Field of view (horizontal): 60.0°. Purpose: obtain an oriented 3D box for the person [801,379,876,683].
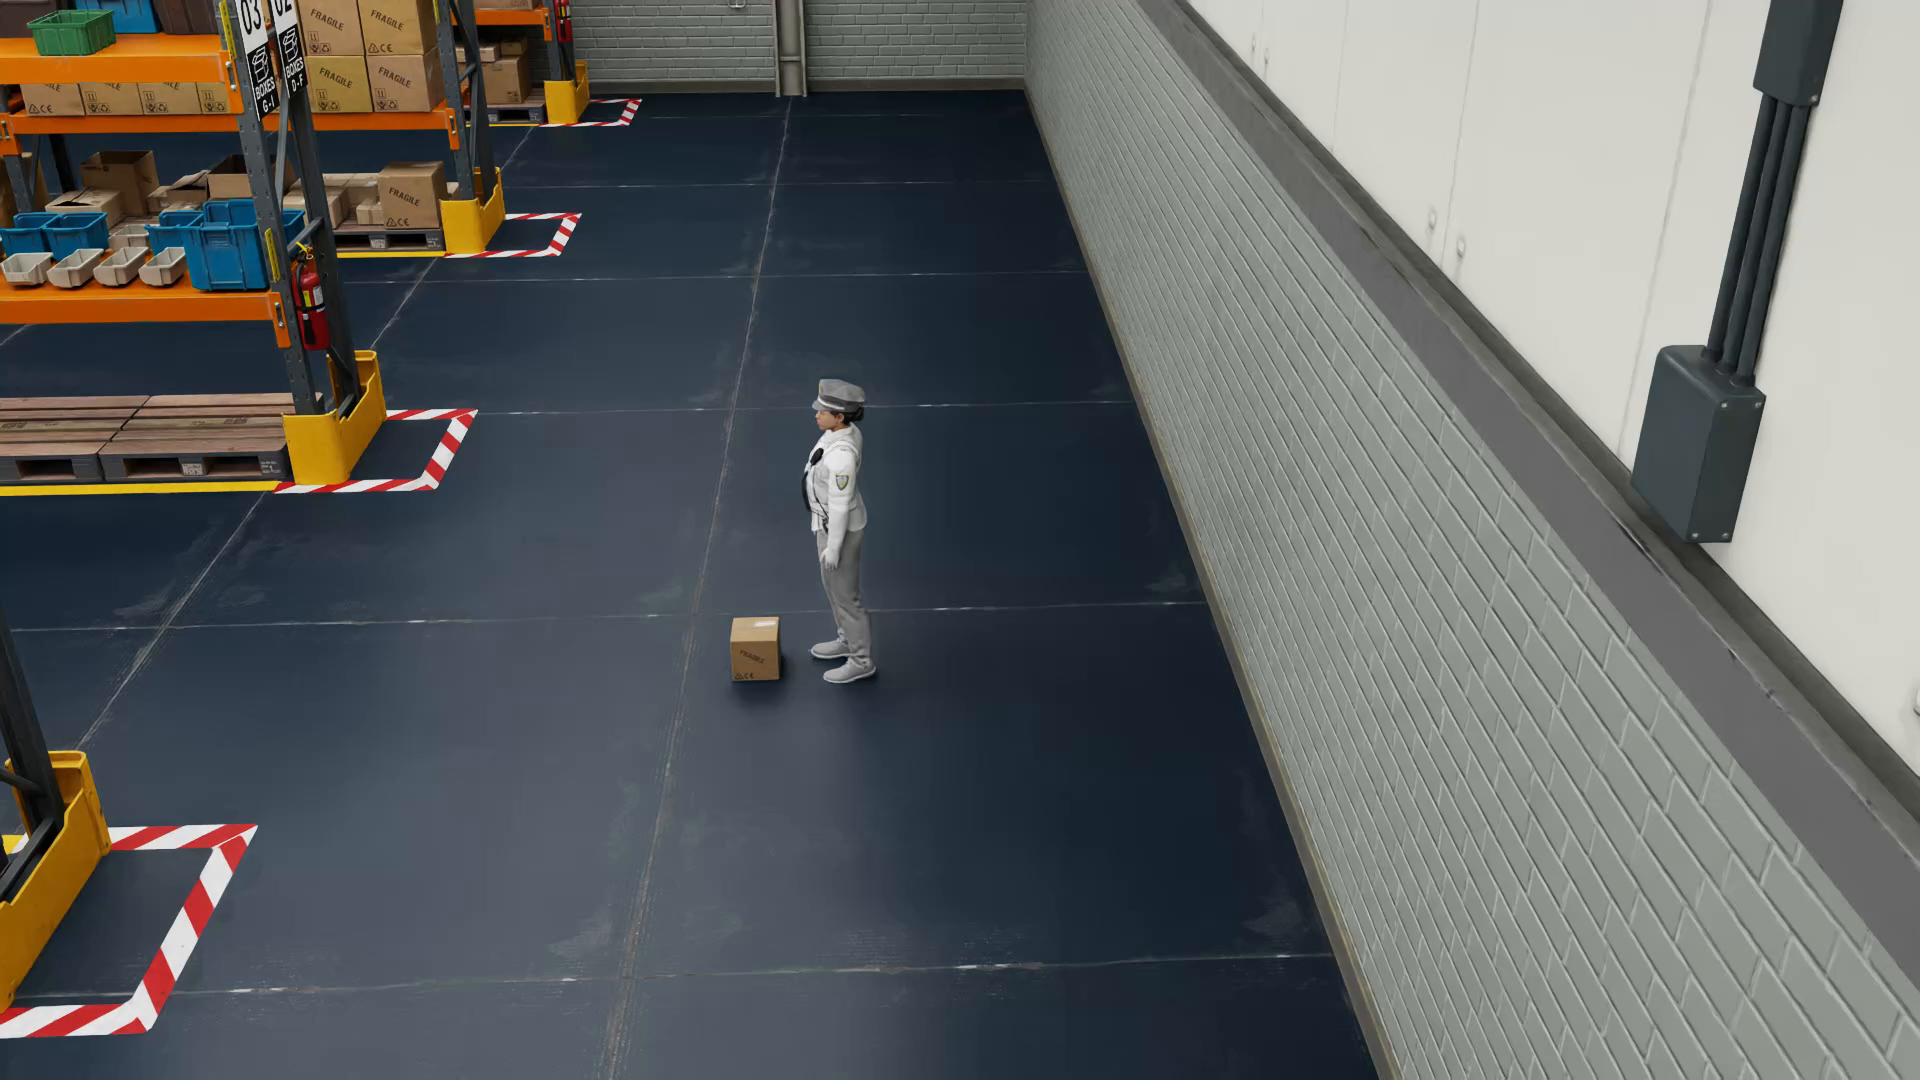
[{"bbox_3d":[-0.638,-0.043,8.699,0.360,1.698,0.465,-1,28,-1],"label":"person"}]
